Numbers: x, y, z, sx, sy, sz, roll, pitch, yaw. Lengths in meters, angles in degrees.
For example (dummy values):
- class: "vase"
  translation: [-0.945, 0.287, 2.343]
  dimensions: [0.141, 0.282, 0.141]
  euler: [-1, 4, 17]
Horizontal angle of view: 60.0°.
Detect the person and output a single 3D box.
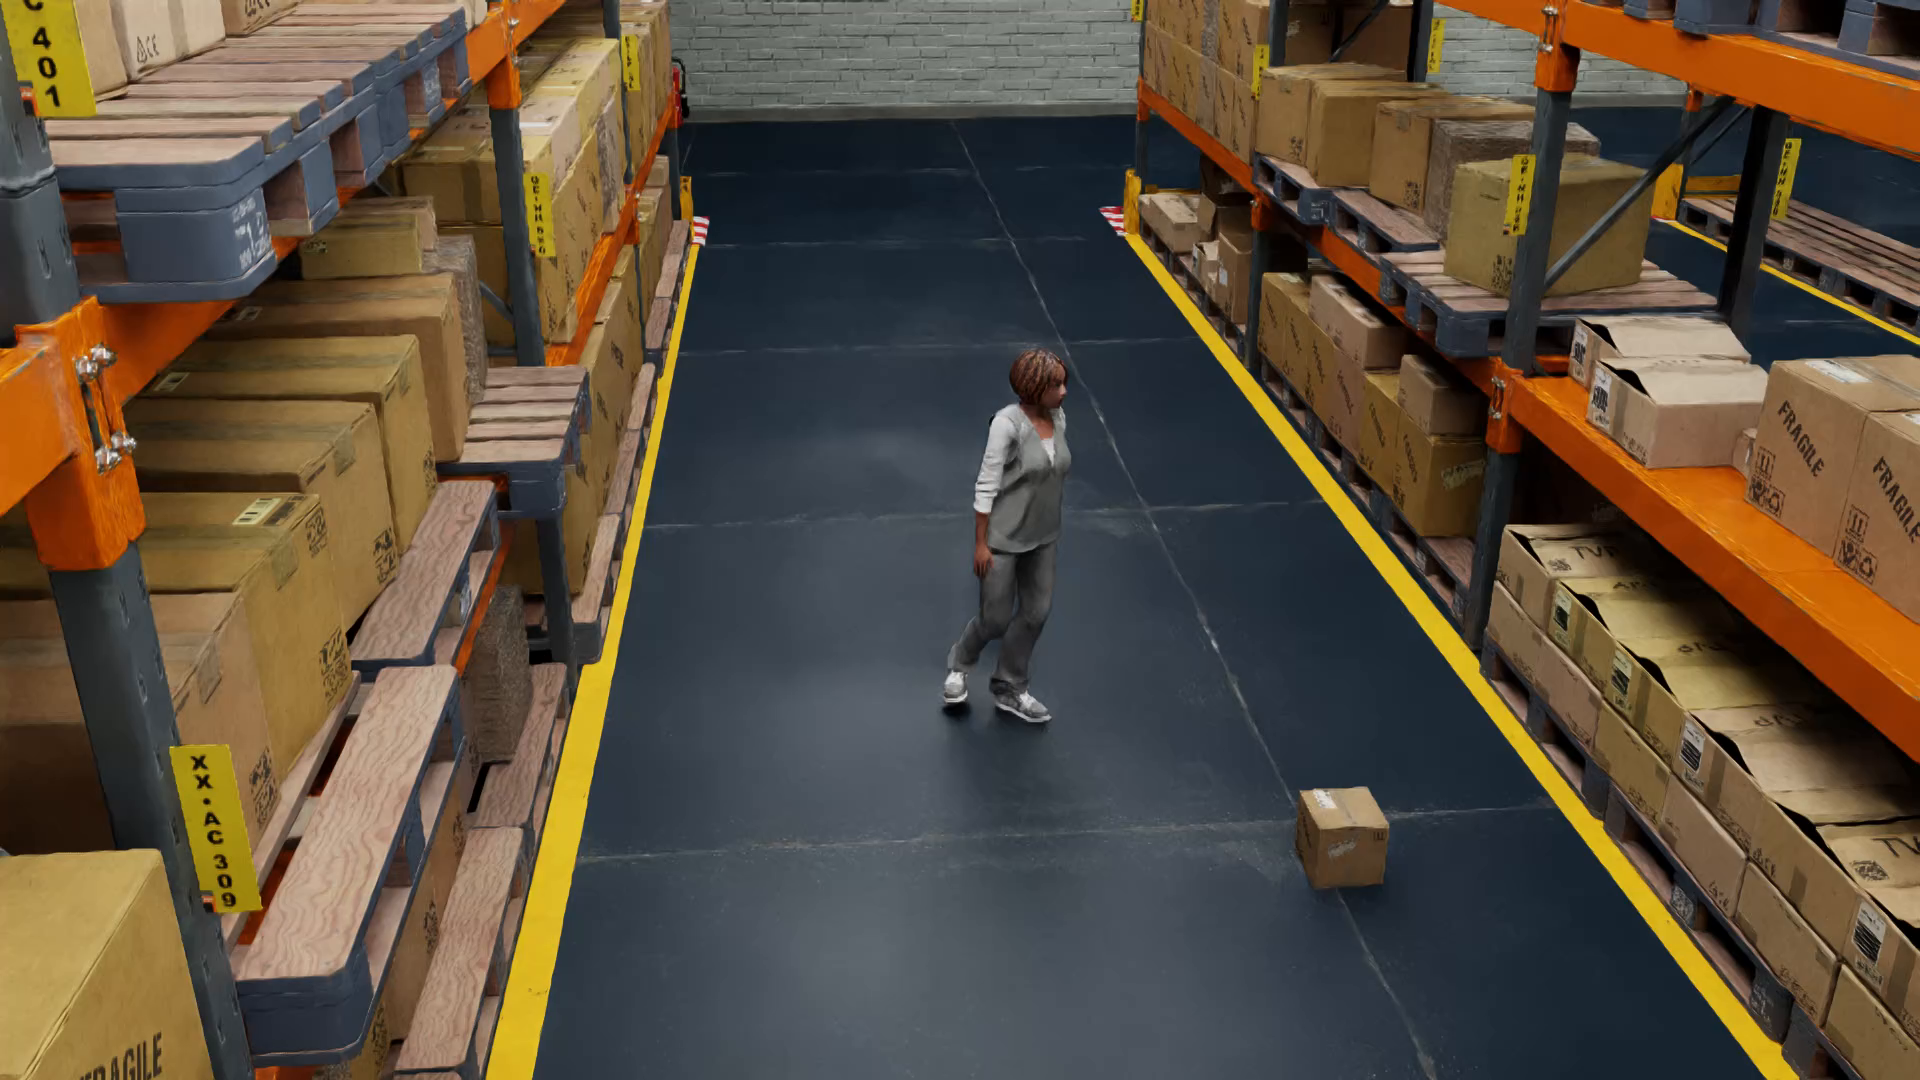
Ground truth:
- class: "person"
  translation: [0.179, -0.024, 6.669]
  dimensions: [0.471, 1.587, 0.499]
  euler: [-20, 31, -37]
